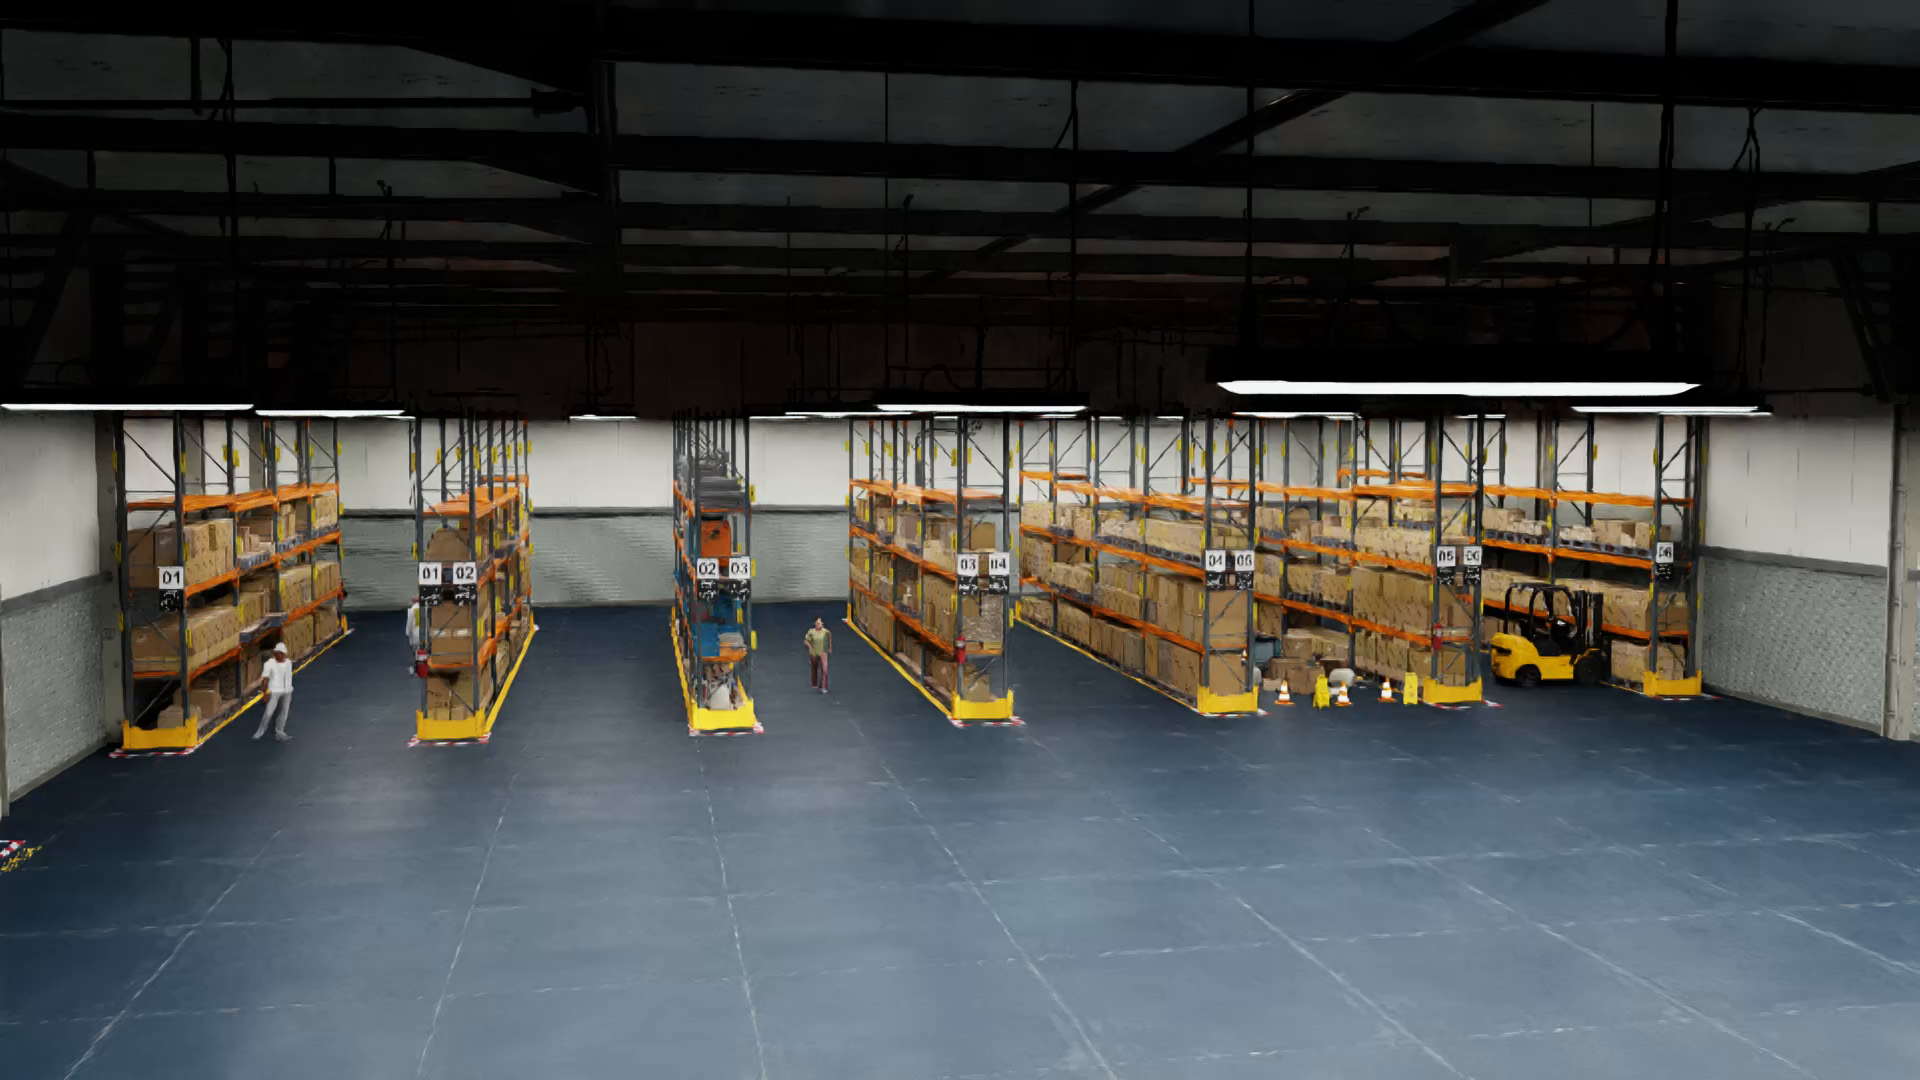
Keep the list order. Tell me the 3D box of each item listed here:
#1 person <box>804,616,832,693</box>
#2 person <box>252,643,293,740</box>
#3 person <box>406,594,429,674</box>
[{"bbox_3d":[-3.007,2.409,35.322,0.603,1.600,0.799,0,4,-6],"label":"person"},{"bbox_3d":[-12.315,2.719,29.836,0.529,1.757,0.732,3,5,39],"label":"person"},{"bbox_3d":[-12.386,2.123,37.881,0.636,1.775,0.677,2,4,20],"label":"person"}]
